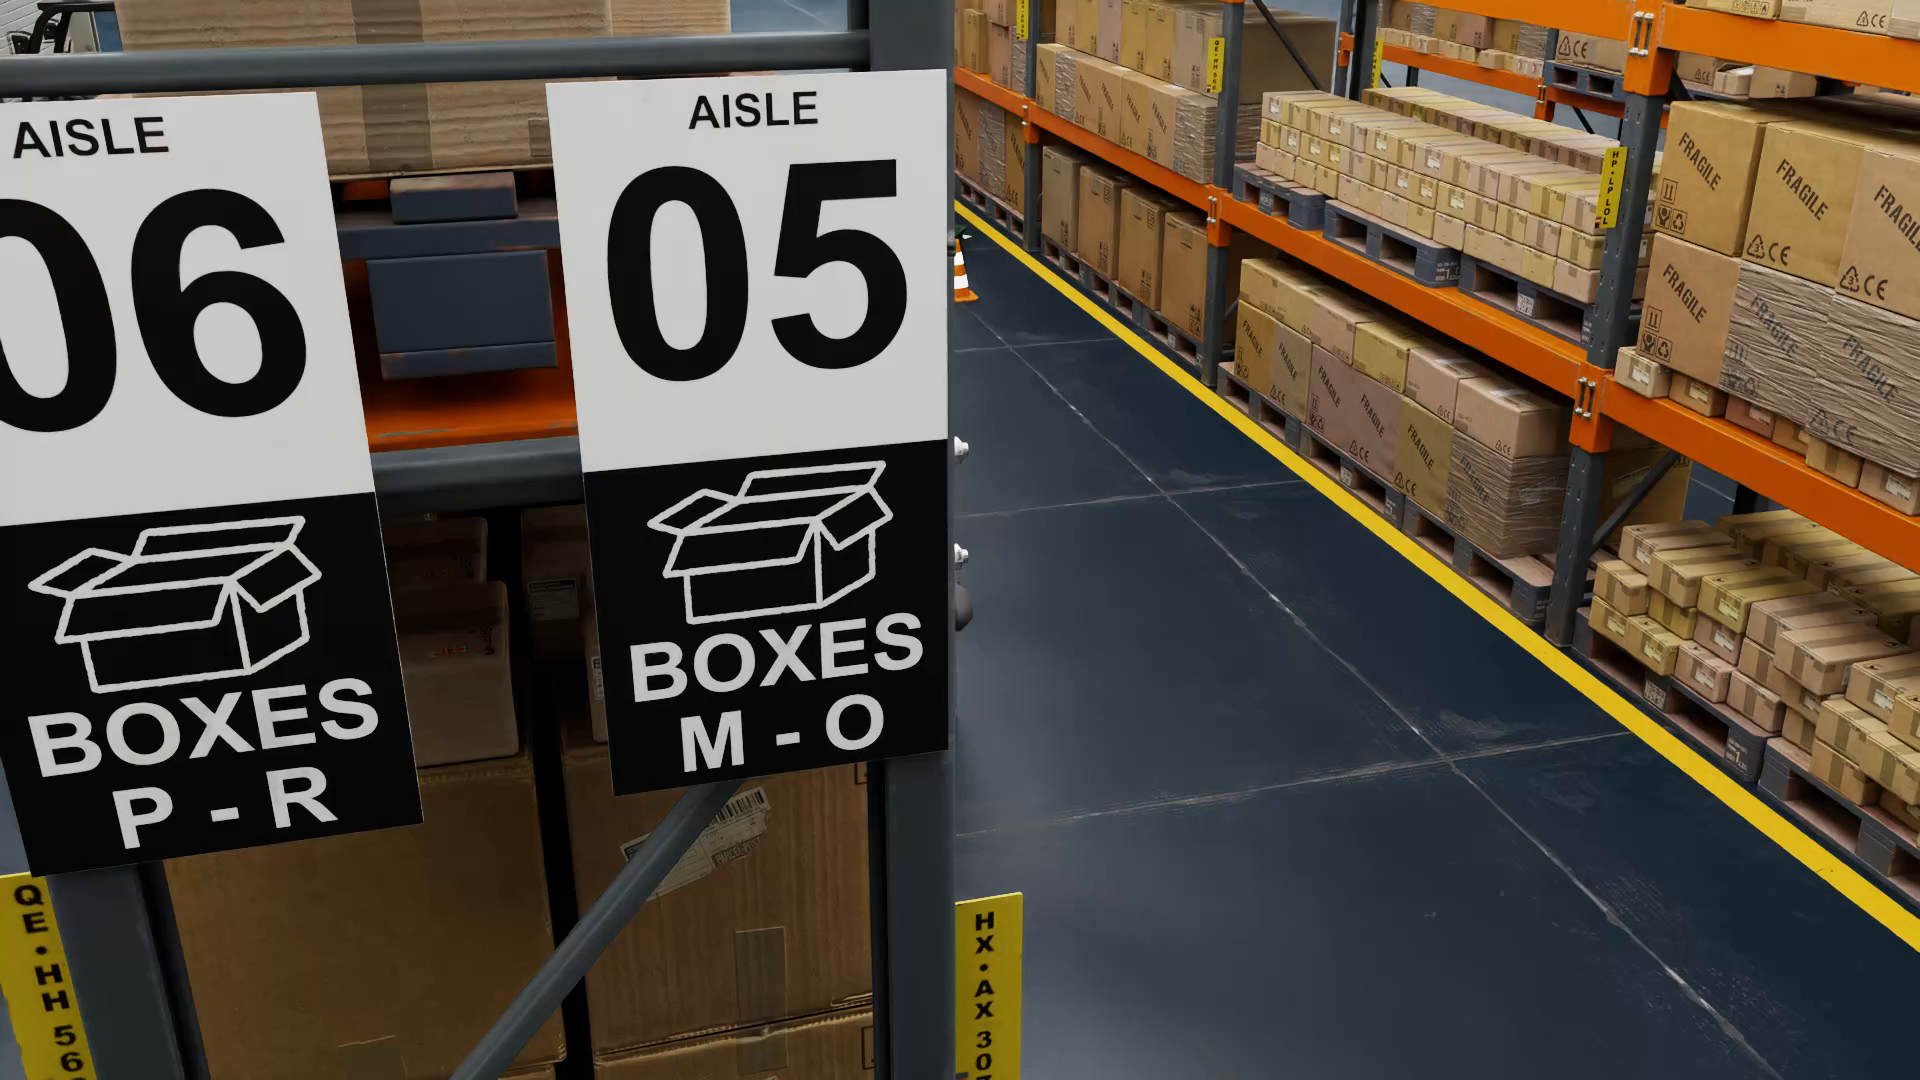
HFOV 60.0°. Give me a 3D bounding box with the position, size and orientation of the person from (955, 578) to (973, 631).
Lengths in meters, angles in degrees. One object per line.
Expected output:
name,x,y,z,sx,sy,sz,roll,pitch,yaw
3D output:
person,-0.285,0.239,6.854,0.487,1.026,0.766,-13,26,-27
